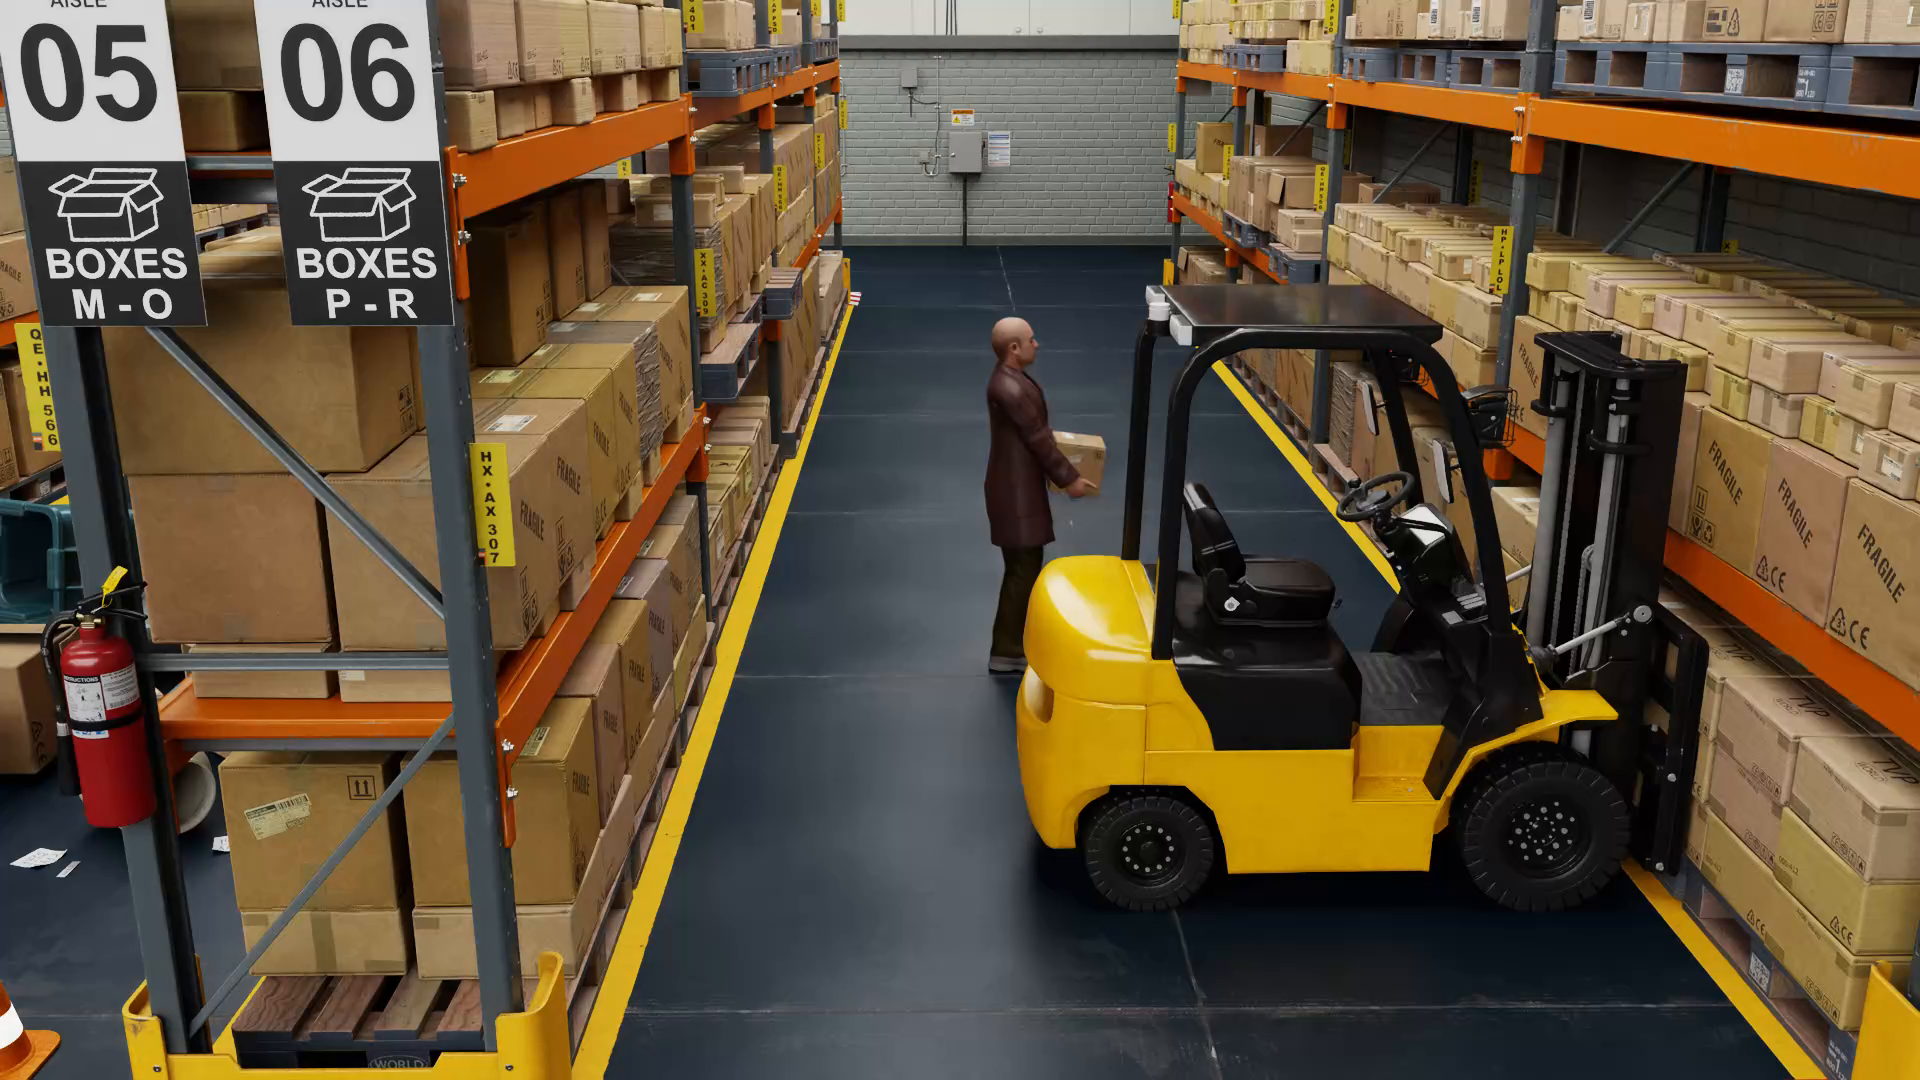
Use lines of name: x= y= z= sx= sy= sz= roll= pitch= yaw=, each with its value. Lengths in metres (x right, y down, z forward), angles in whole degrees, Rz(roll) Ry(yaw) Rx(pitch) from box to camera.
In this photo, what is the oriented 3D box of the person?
person: x=0.399 y=-0.229 z=8.330 sx=0.553 sy=1.779 sz=0.524 roll=0 pitch=17 yaw=-1
